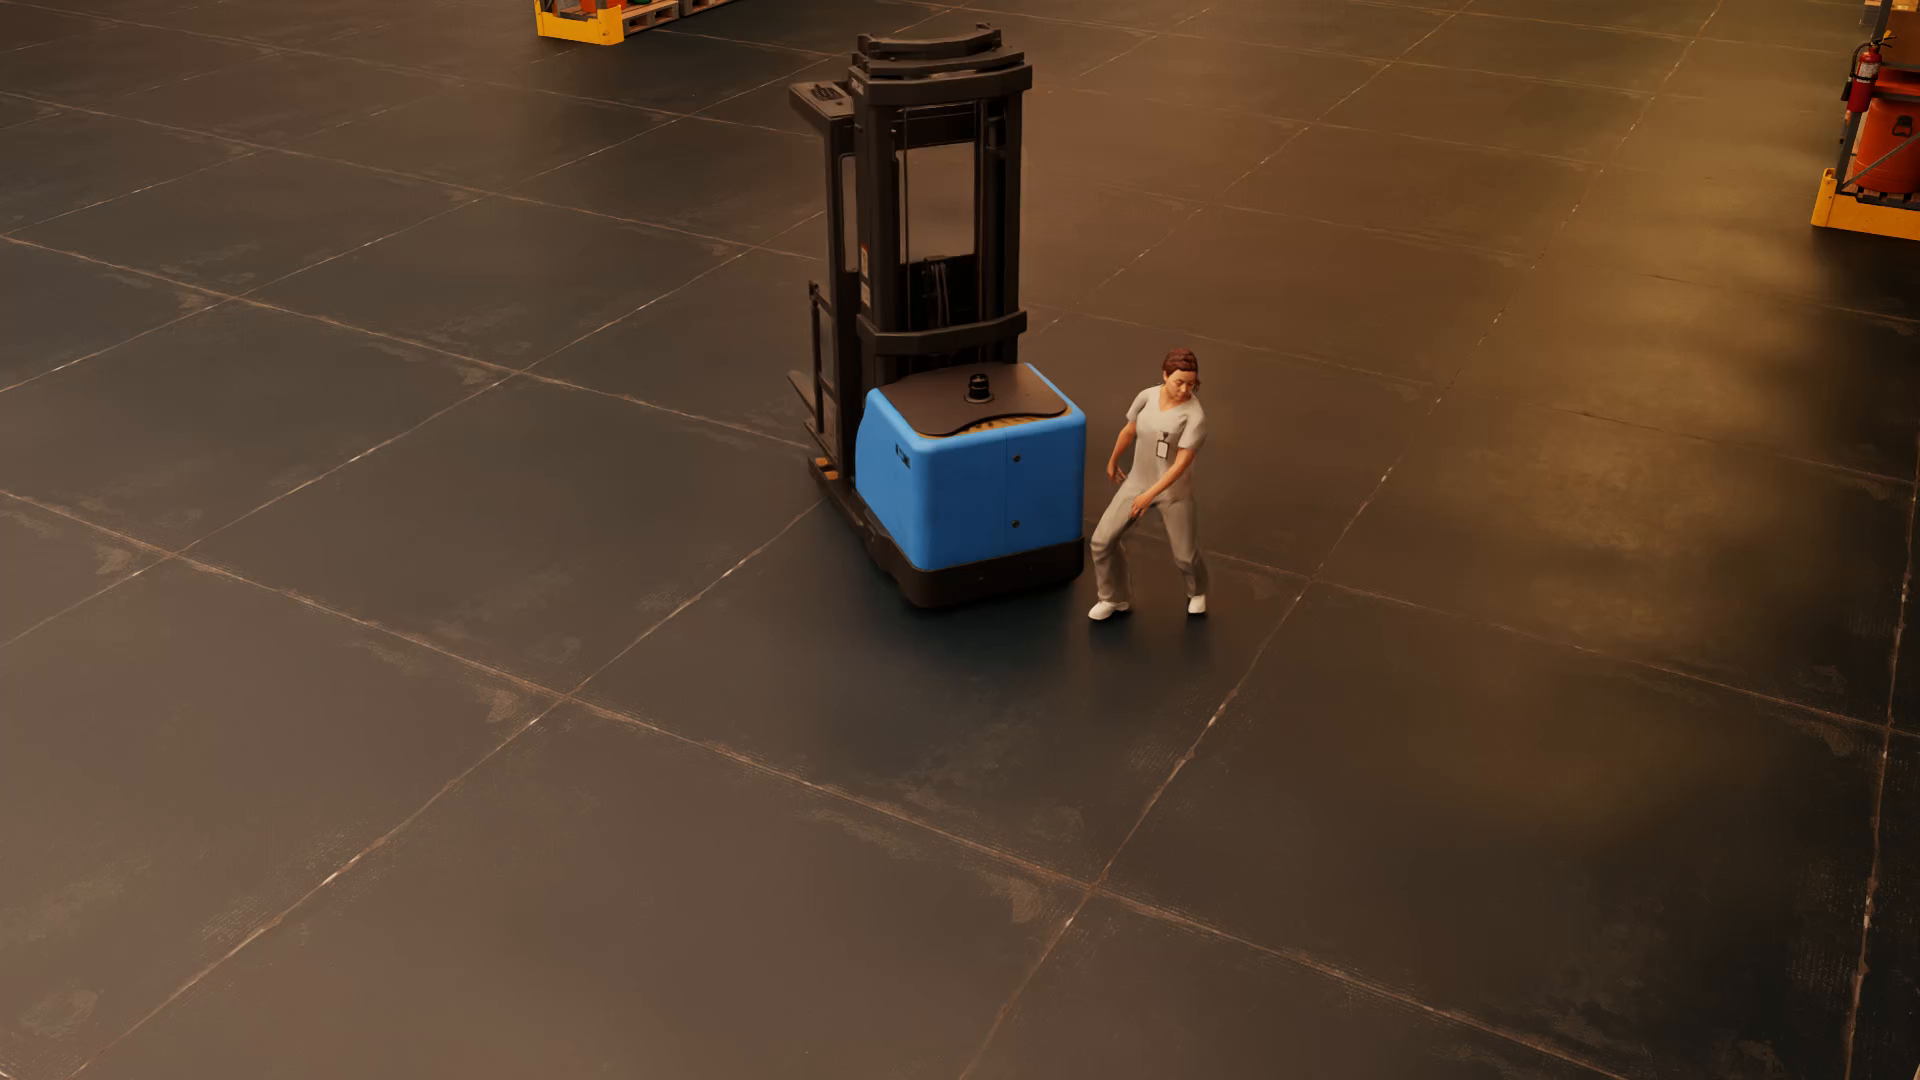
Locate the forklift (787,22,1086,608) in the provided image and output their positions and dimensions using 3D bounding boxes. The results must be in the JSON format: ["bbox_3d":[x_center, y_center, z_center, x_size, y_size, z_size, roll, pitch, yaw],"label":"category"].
[{"bbox_3d":[-0.320,-1.612,9.863,1.130,2.935,3.031,-12,32,-19],"label":"forklift"}]

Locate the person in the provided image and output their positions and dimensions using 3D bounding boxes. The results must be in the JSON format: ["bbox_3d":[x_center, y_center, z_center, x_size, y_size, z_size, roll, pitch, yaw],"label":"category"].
[{"bbox_3d":[1.030,-0.304,8.942,0.632,1.586,0.708,20,35,30],"label":"person"}]
